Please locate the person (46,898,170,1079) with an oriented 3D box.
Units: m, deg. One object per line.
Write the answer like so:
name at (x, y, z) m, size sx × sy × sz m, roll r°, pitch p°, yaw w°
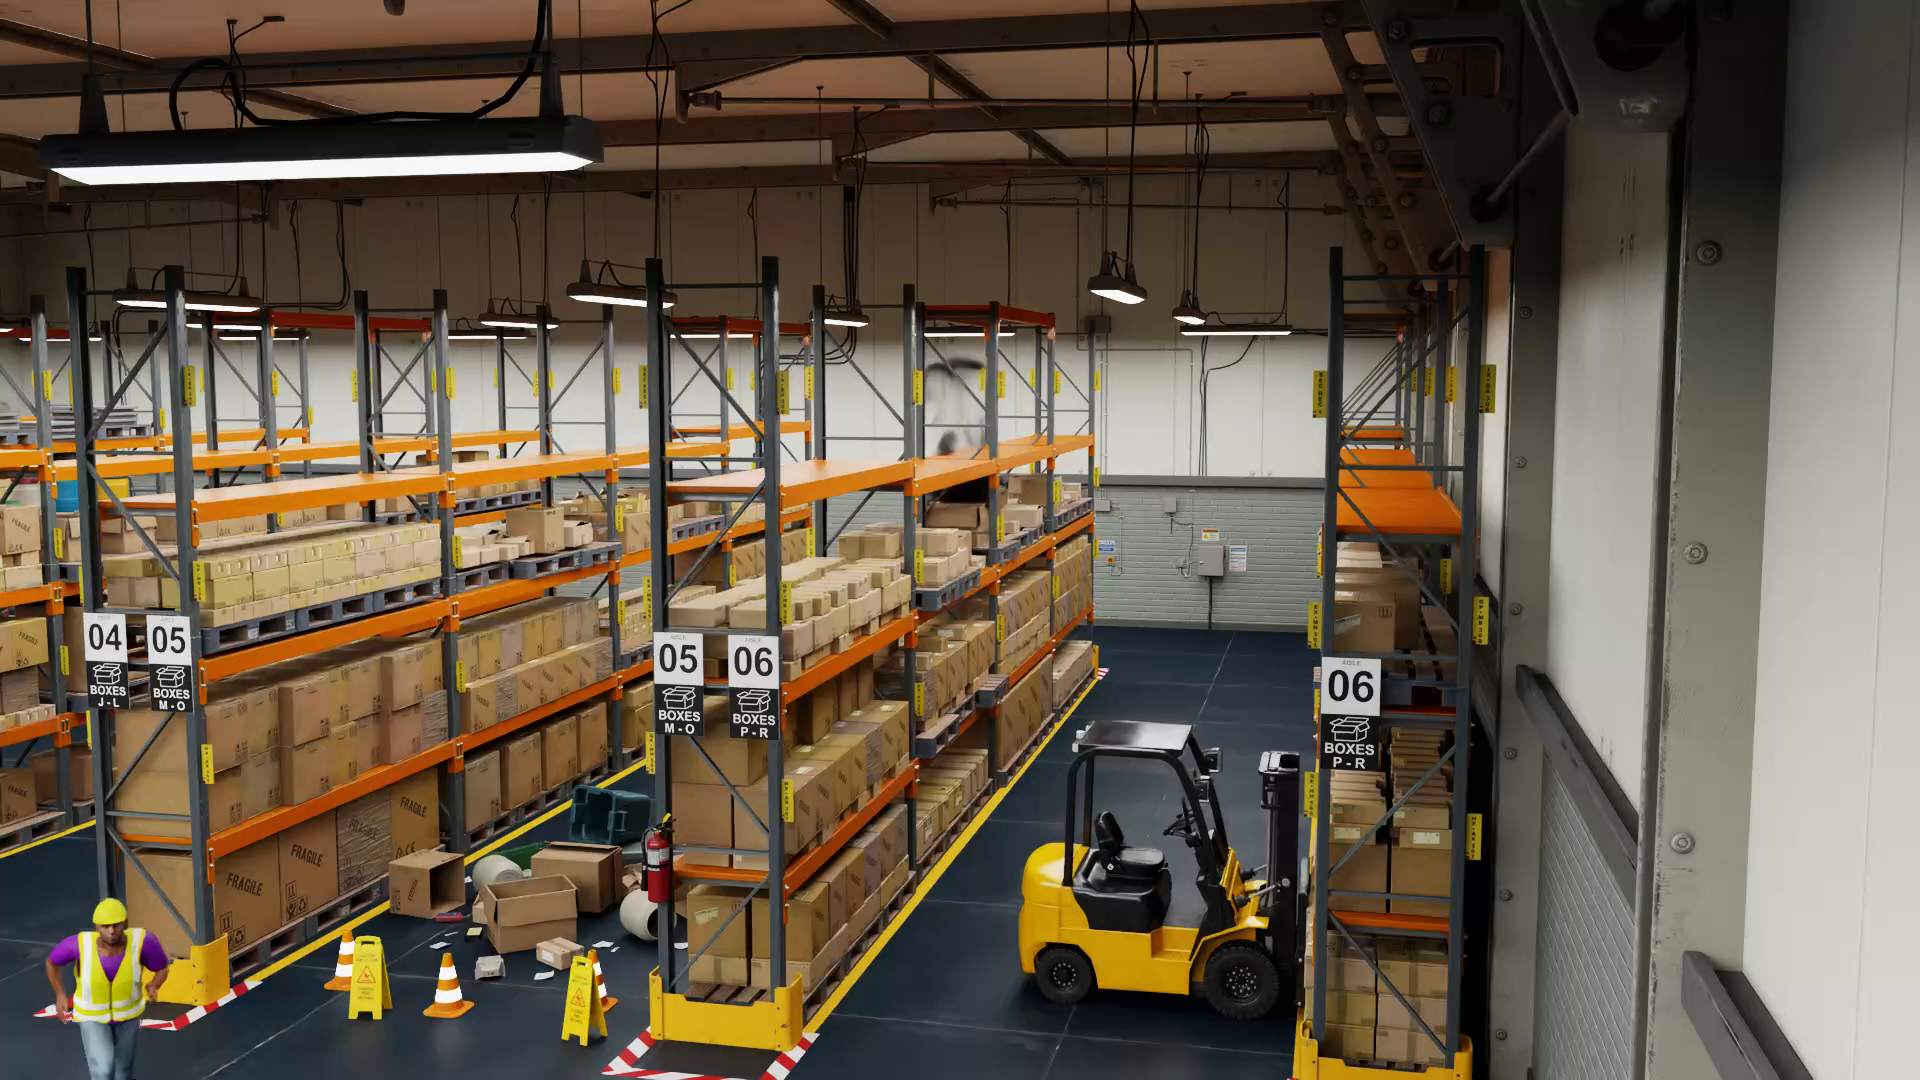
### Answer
person at (-5.680, 3.203, 11.129) m, size 0.714 × 1.755 × 0.900 m, roll -4°, pitch 7°, yaw -33°
